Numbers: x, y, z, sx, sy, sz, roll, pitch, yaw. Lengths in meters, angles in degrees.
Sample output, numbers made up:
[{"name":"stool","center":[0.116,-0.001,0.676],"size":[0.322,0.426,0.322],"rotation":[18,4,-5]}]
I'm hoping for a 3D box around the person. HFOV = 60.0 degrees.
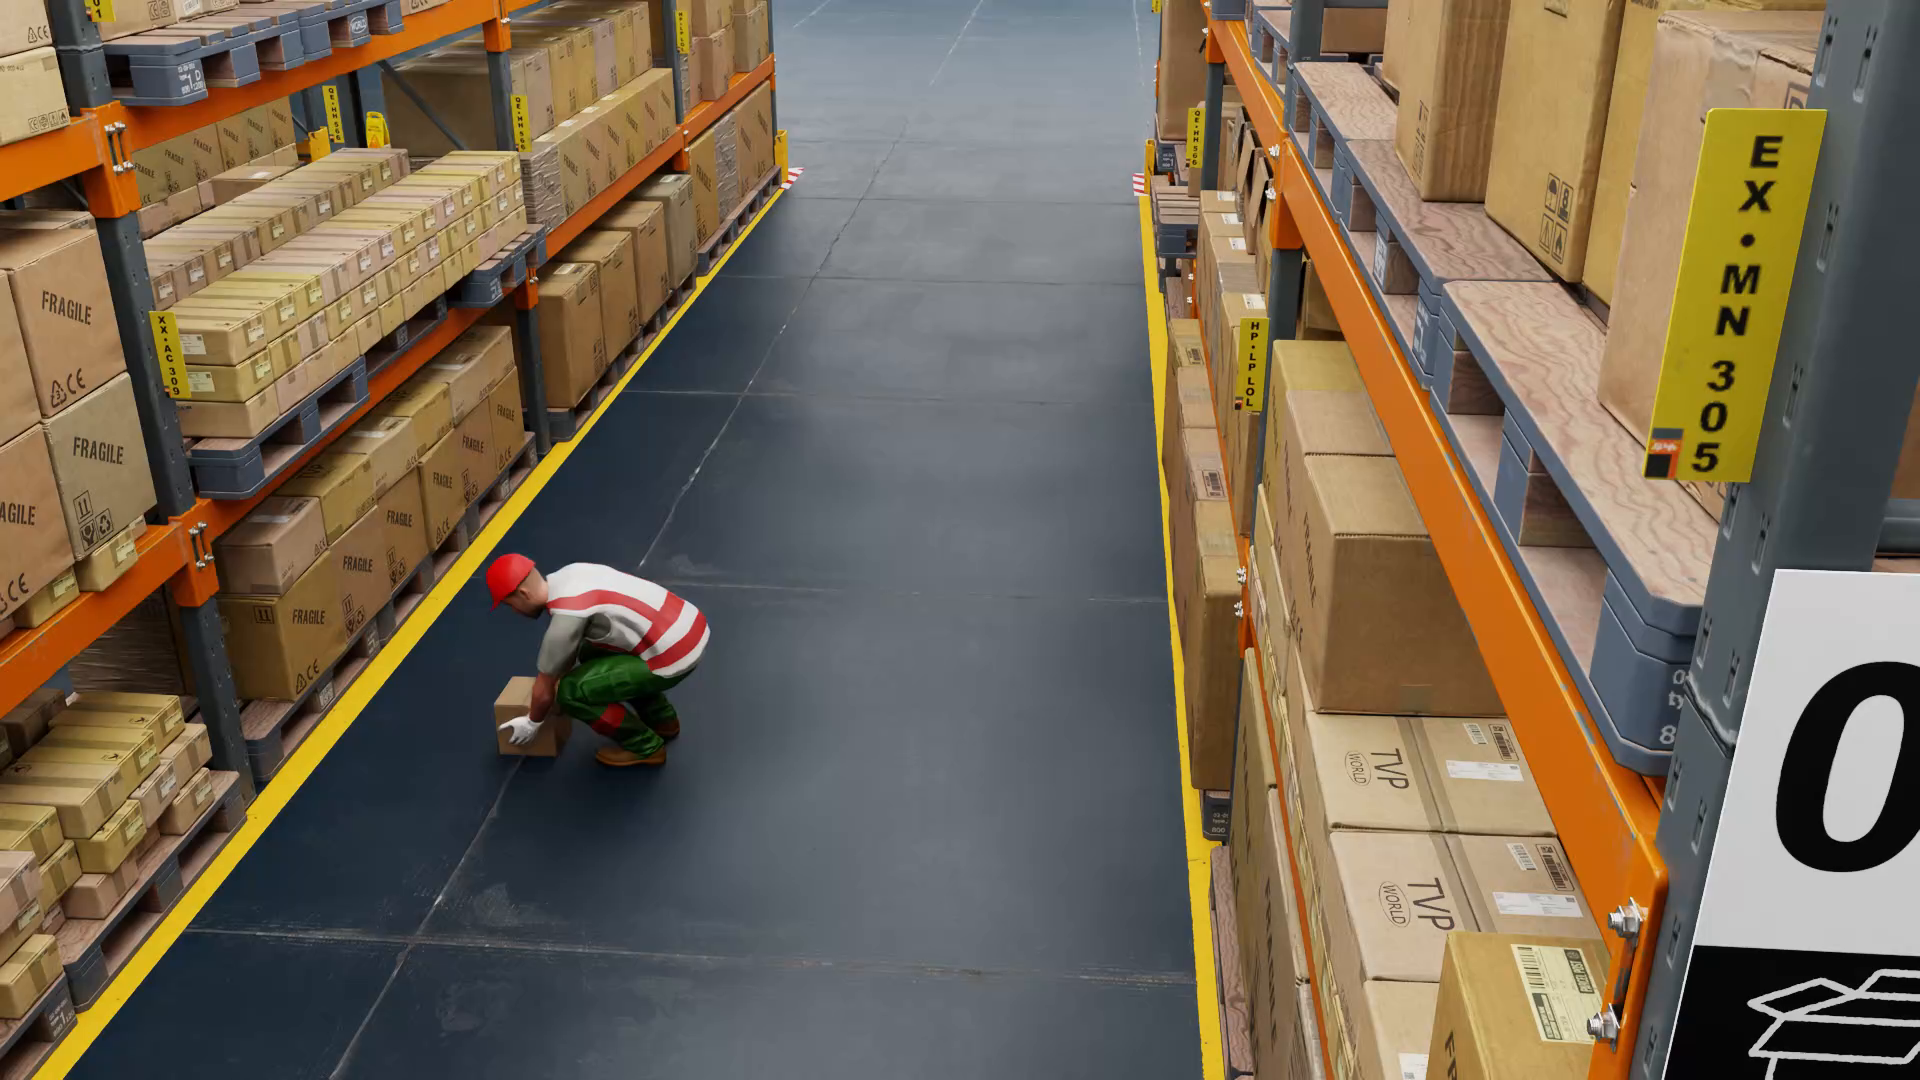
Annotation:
[{"name":"person","center":[-1.514,0.483,7.046],"size":[0.885,0.937,0.570],"rotation":[2,24,4]}]
